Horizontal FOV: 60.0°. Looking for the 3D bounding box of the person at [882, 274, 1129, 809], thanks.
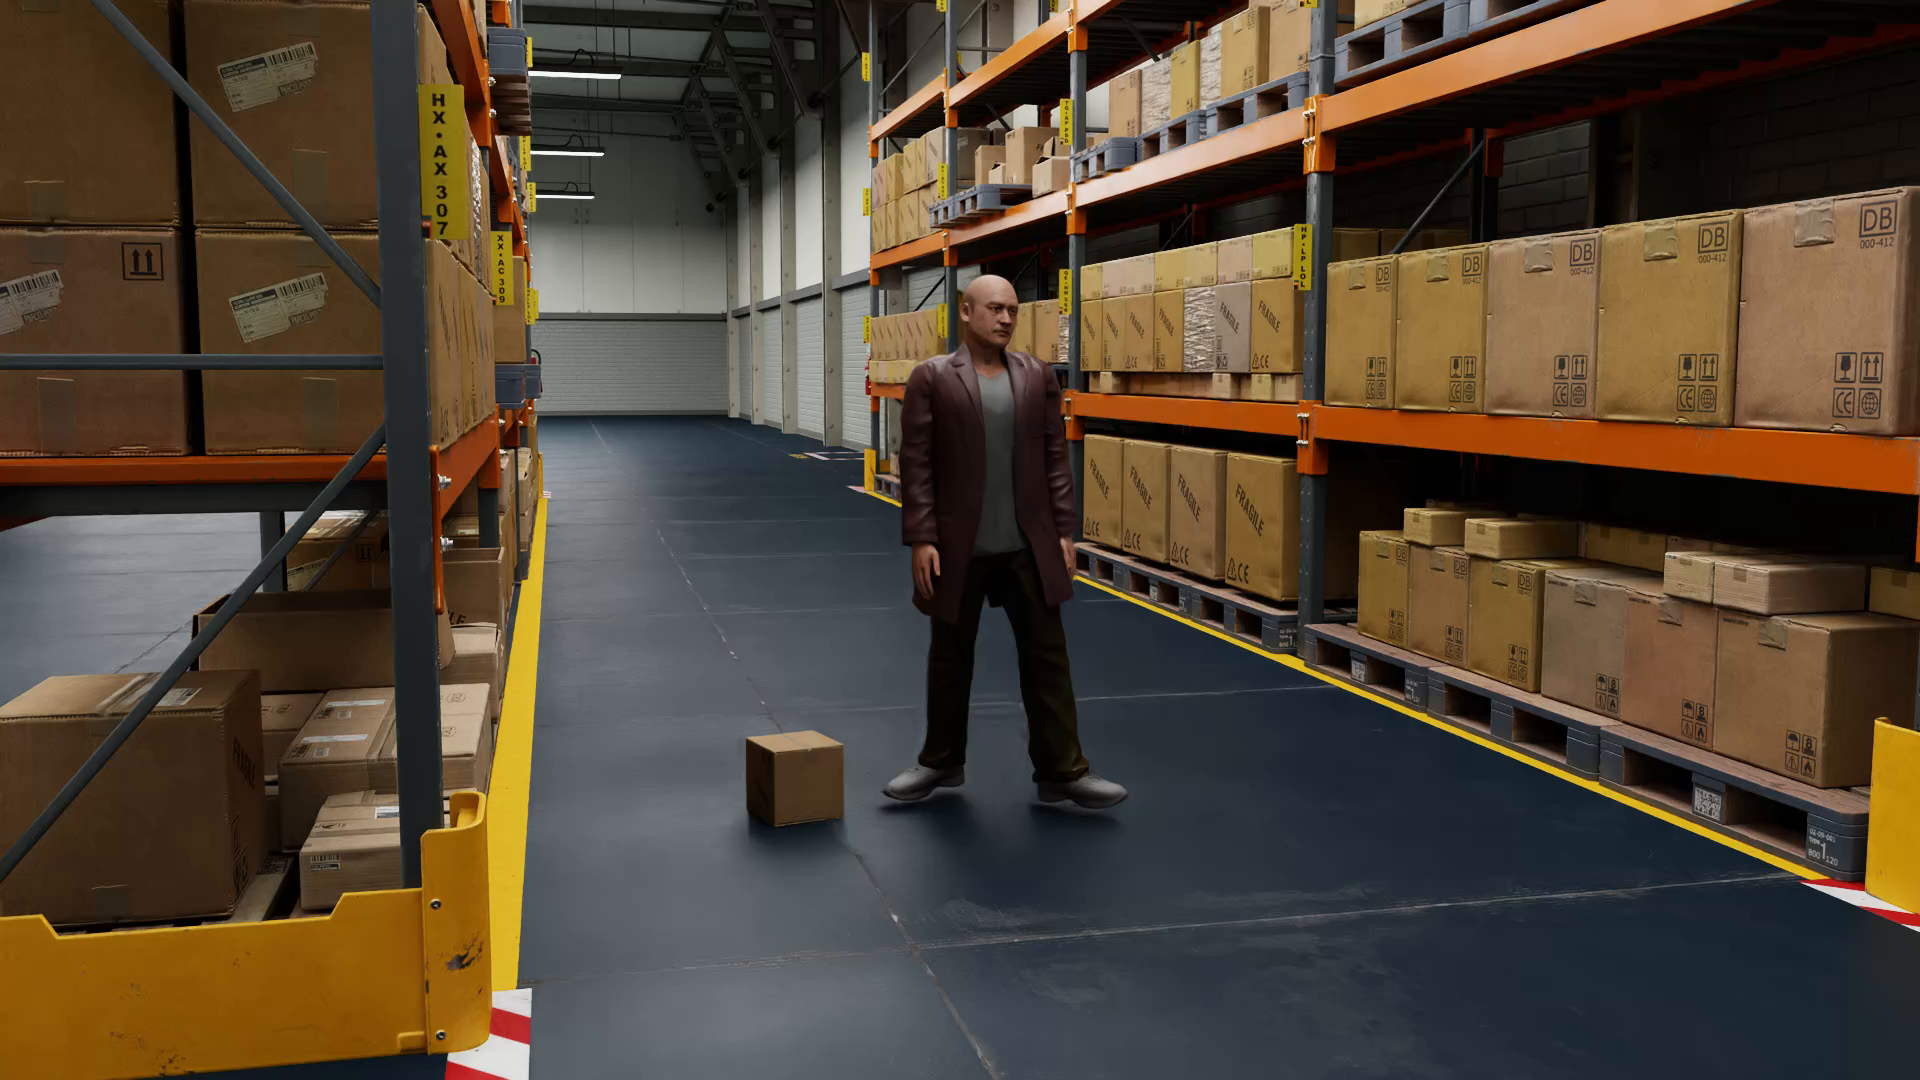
[{"bbox_3d":[0.130,0.008,5.561,0.771,1.771,0.577,-1,6,-11],"label":"person"}]
